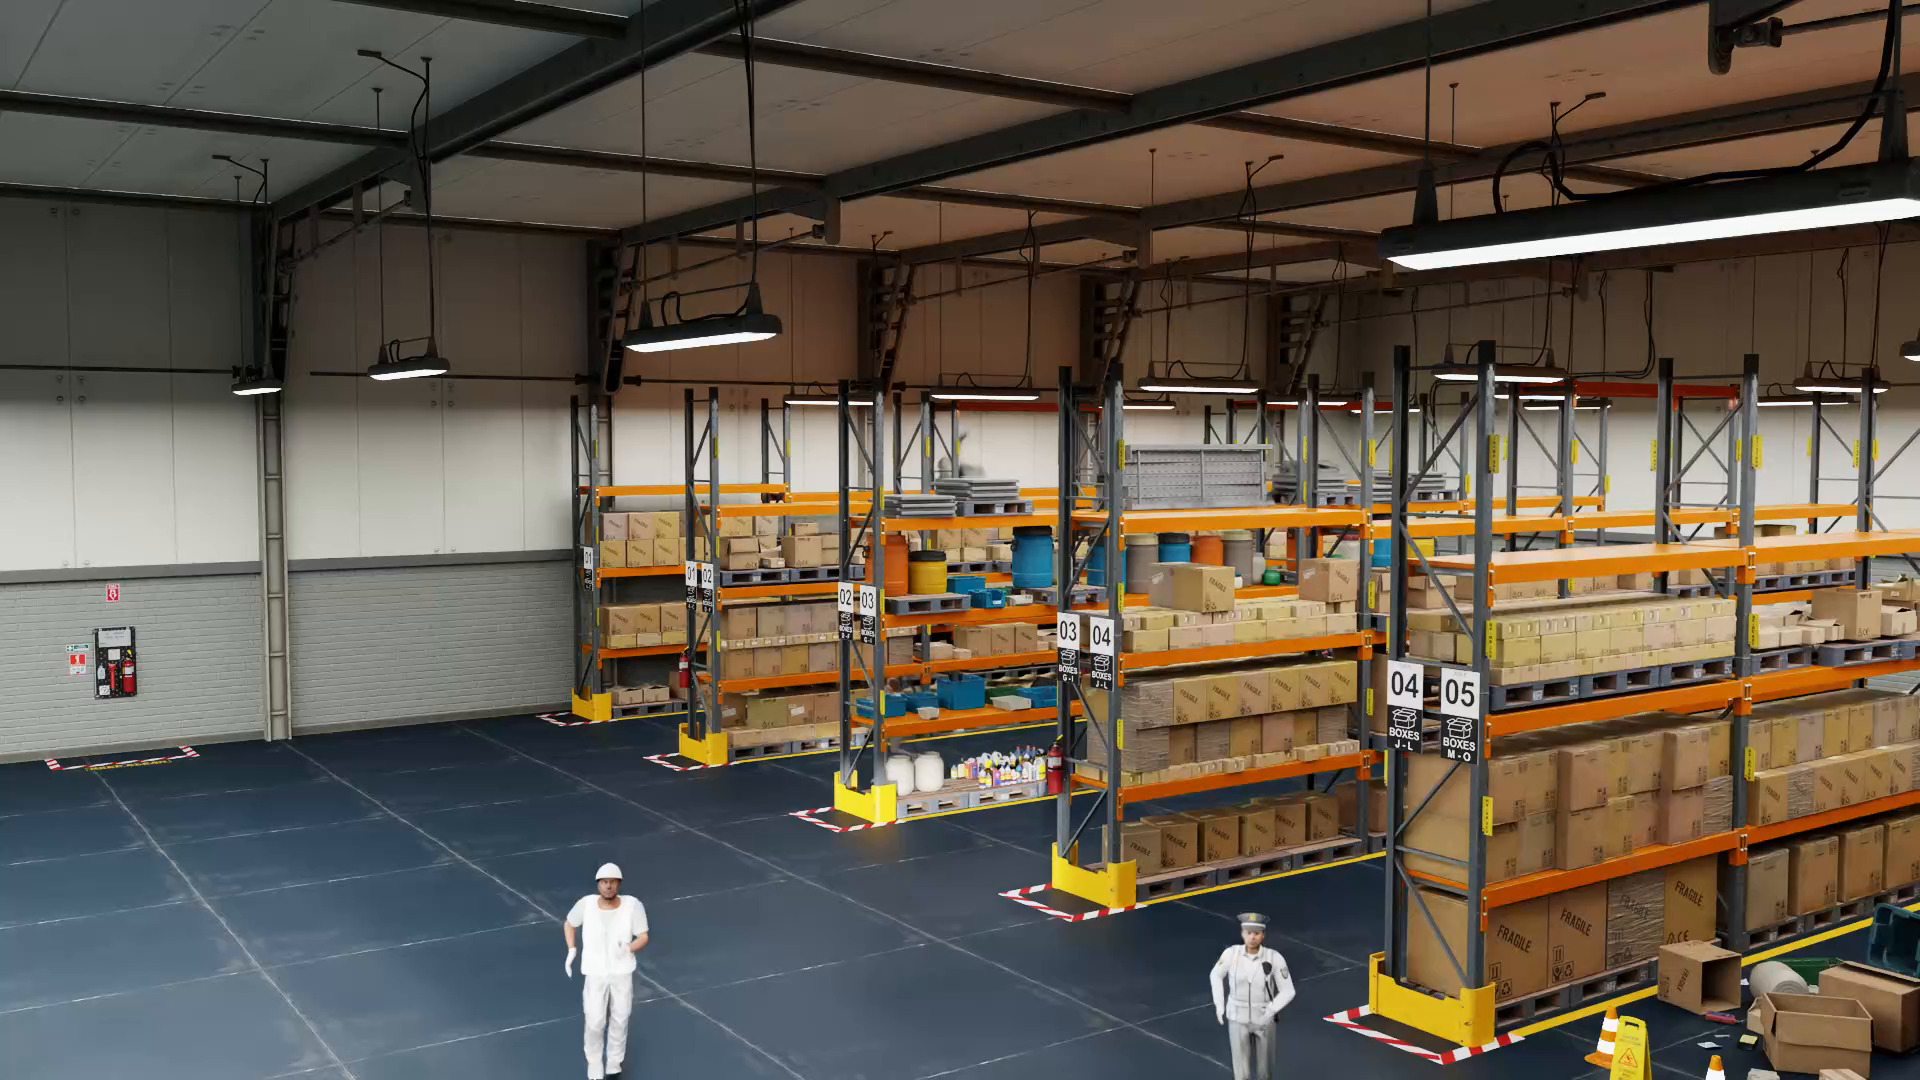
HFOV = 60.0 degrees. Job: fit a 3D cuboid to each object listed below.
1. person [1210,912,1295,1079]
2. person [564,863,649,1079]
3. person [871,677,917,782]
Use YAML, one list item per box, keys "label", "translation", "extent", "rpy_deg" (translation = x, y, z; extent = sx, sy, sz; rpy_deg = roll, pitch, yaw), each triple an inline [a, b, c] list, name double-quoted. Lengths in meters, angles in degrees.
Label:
- label: "person"
  translation: [2.167, 3.573, 12.371]
  extent: [0.637, 1.680, 0.784]
  rpy_deg: [1, 4, 14]
- label: "person"
  translation: [-2.815, 3.472, 13.287]
  extent: [0.660, 1.768, 0.682]
  rpy_deg: [-1, 4, -14]
- label: "person"
  translation: [-1.041, 2.855, 25.204]
  extent: [0.823, 1.569, 0.504]
  rpy_deg: [-3, 5, -42]
